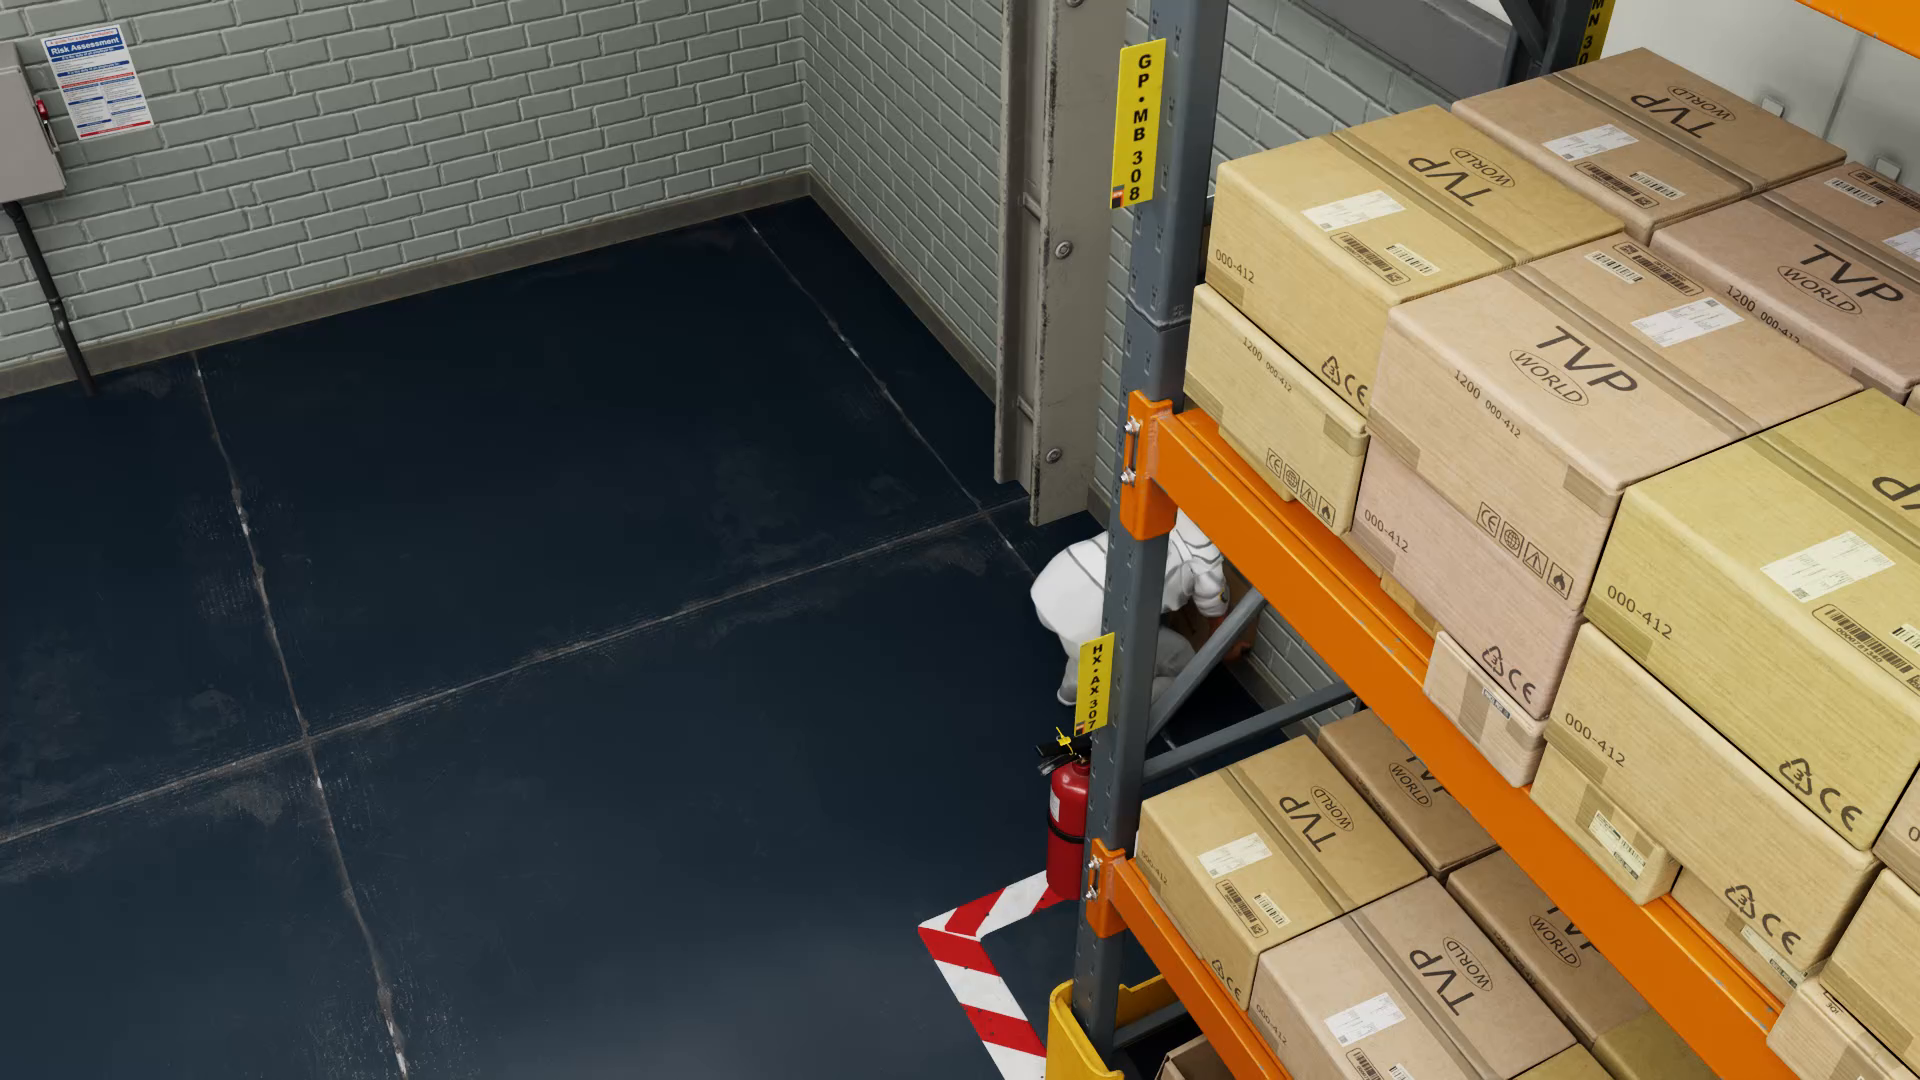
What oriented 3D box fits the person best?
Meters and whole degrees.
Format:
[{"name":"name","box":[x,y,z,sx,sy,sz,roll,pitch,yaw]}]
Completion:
[{"name":"person","box":[0.712,0.292,6.371,0.929,0.950,0.521,-21,46,-22]}]
